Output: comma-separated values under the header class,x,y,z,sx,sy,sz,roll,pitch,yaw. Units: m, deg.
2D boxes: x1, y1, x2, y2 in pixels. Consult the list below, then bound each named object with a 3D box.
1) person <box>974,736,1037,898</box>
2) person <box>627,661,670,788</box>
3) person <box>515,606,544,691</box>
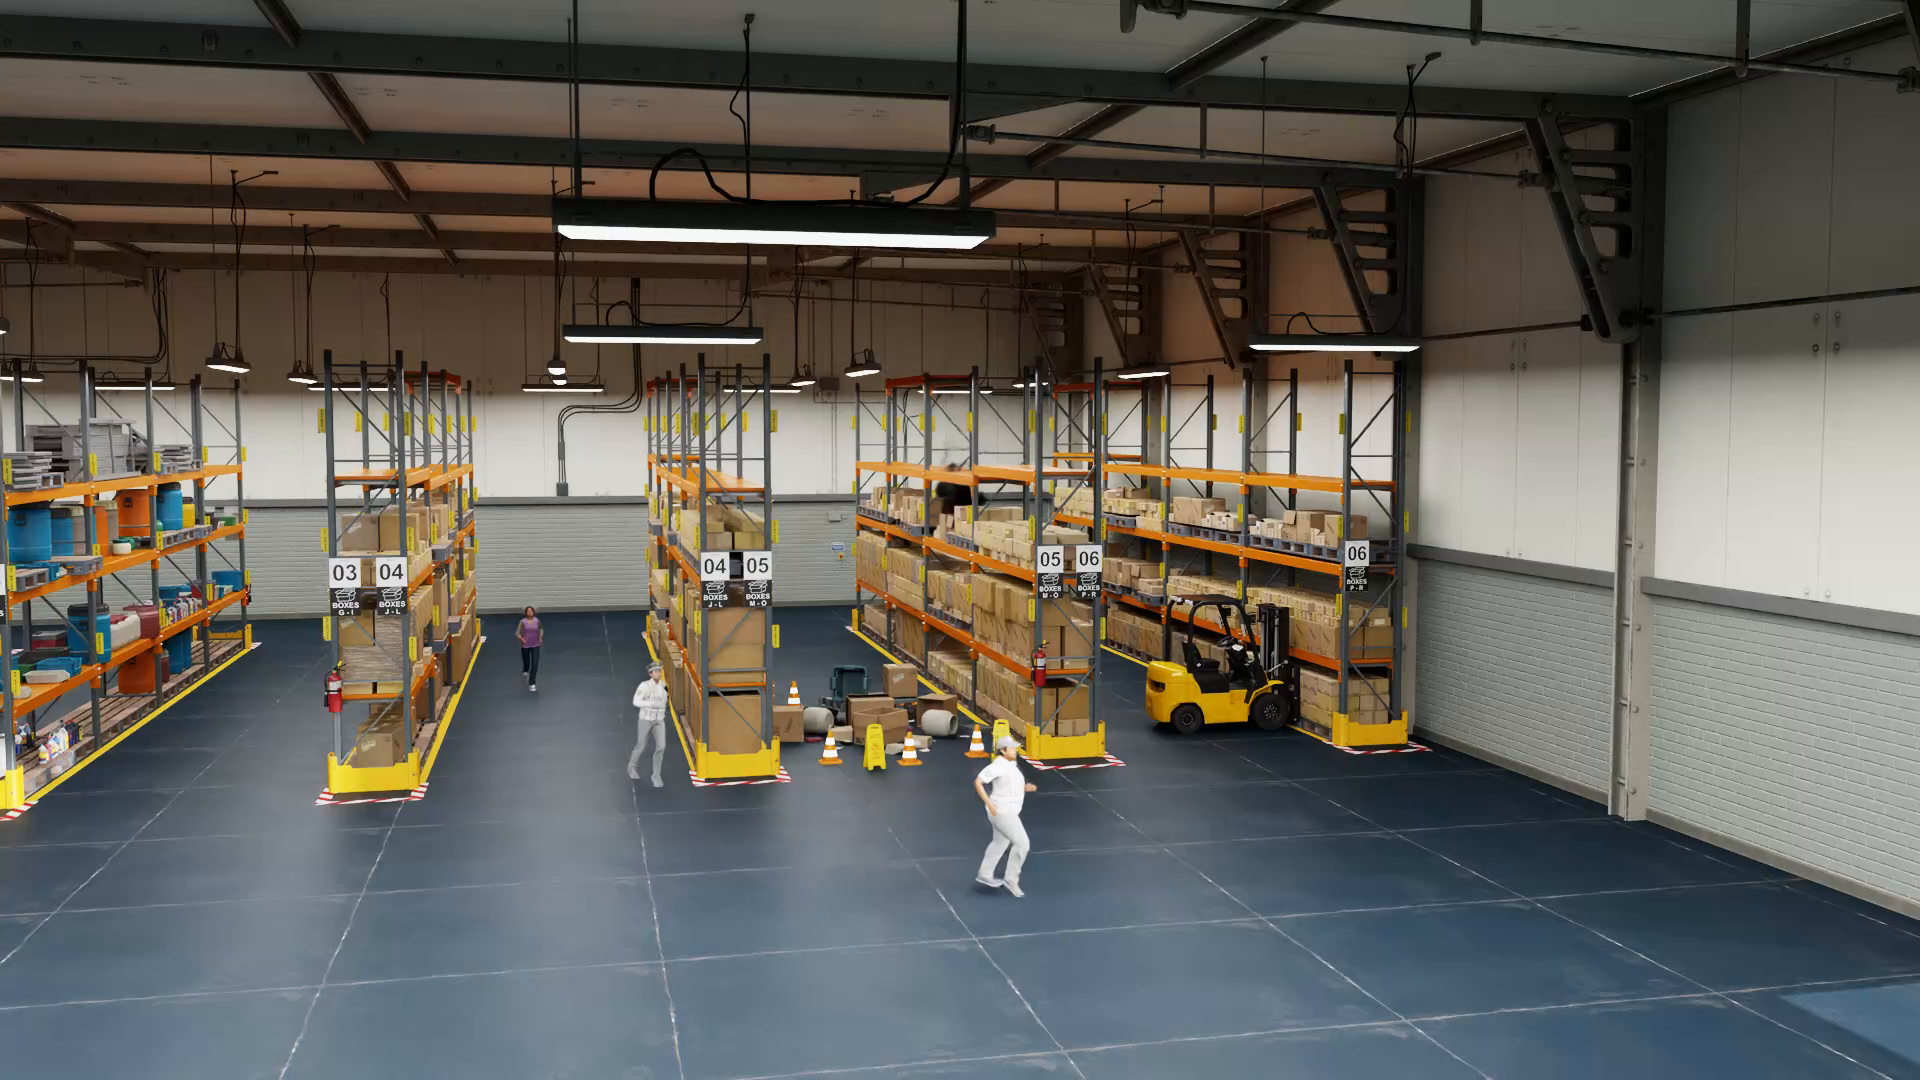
class,x,y,z,sx,sy,sz,roll,pitch,yaw
person,0.492,2.944,17.747,0.670,1.714,0.589,1,4,16
person,-4.300,2.548,23.198,0.618,1.745,0.779,-3,5,-39
person,-8.125,2.037,31.442,0.538,1.572,0.790,-2,4,-22
